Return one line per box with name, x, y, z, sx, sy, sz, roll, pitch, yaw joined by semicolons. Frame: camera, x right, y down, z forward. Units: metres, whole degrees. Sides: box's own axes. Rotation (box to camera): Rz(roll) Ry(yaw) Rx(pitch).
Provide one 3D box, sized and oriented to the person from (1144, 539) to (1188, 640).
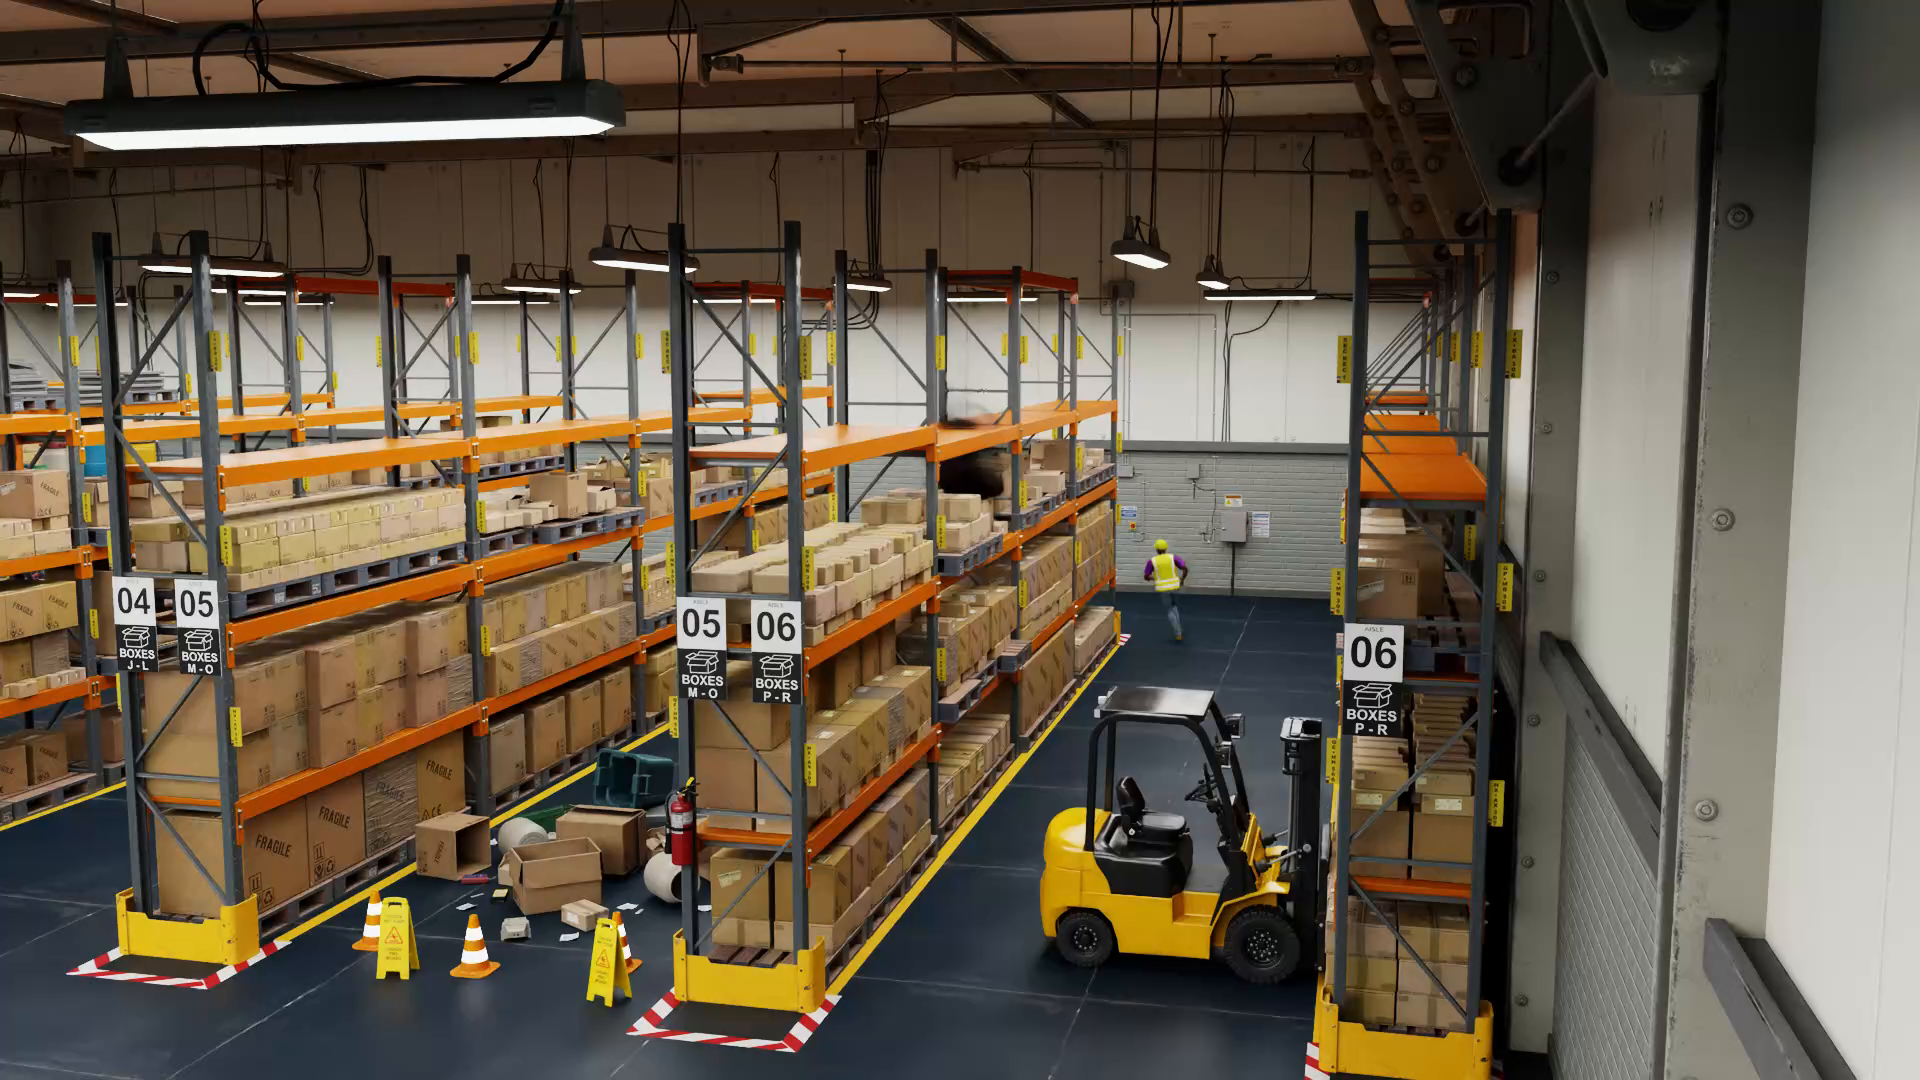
person;3.504;0.887;28.367;0.733;1.797;0.680;-1;7;-12
